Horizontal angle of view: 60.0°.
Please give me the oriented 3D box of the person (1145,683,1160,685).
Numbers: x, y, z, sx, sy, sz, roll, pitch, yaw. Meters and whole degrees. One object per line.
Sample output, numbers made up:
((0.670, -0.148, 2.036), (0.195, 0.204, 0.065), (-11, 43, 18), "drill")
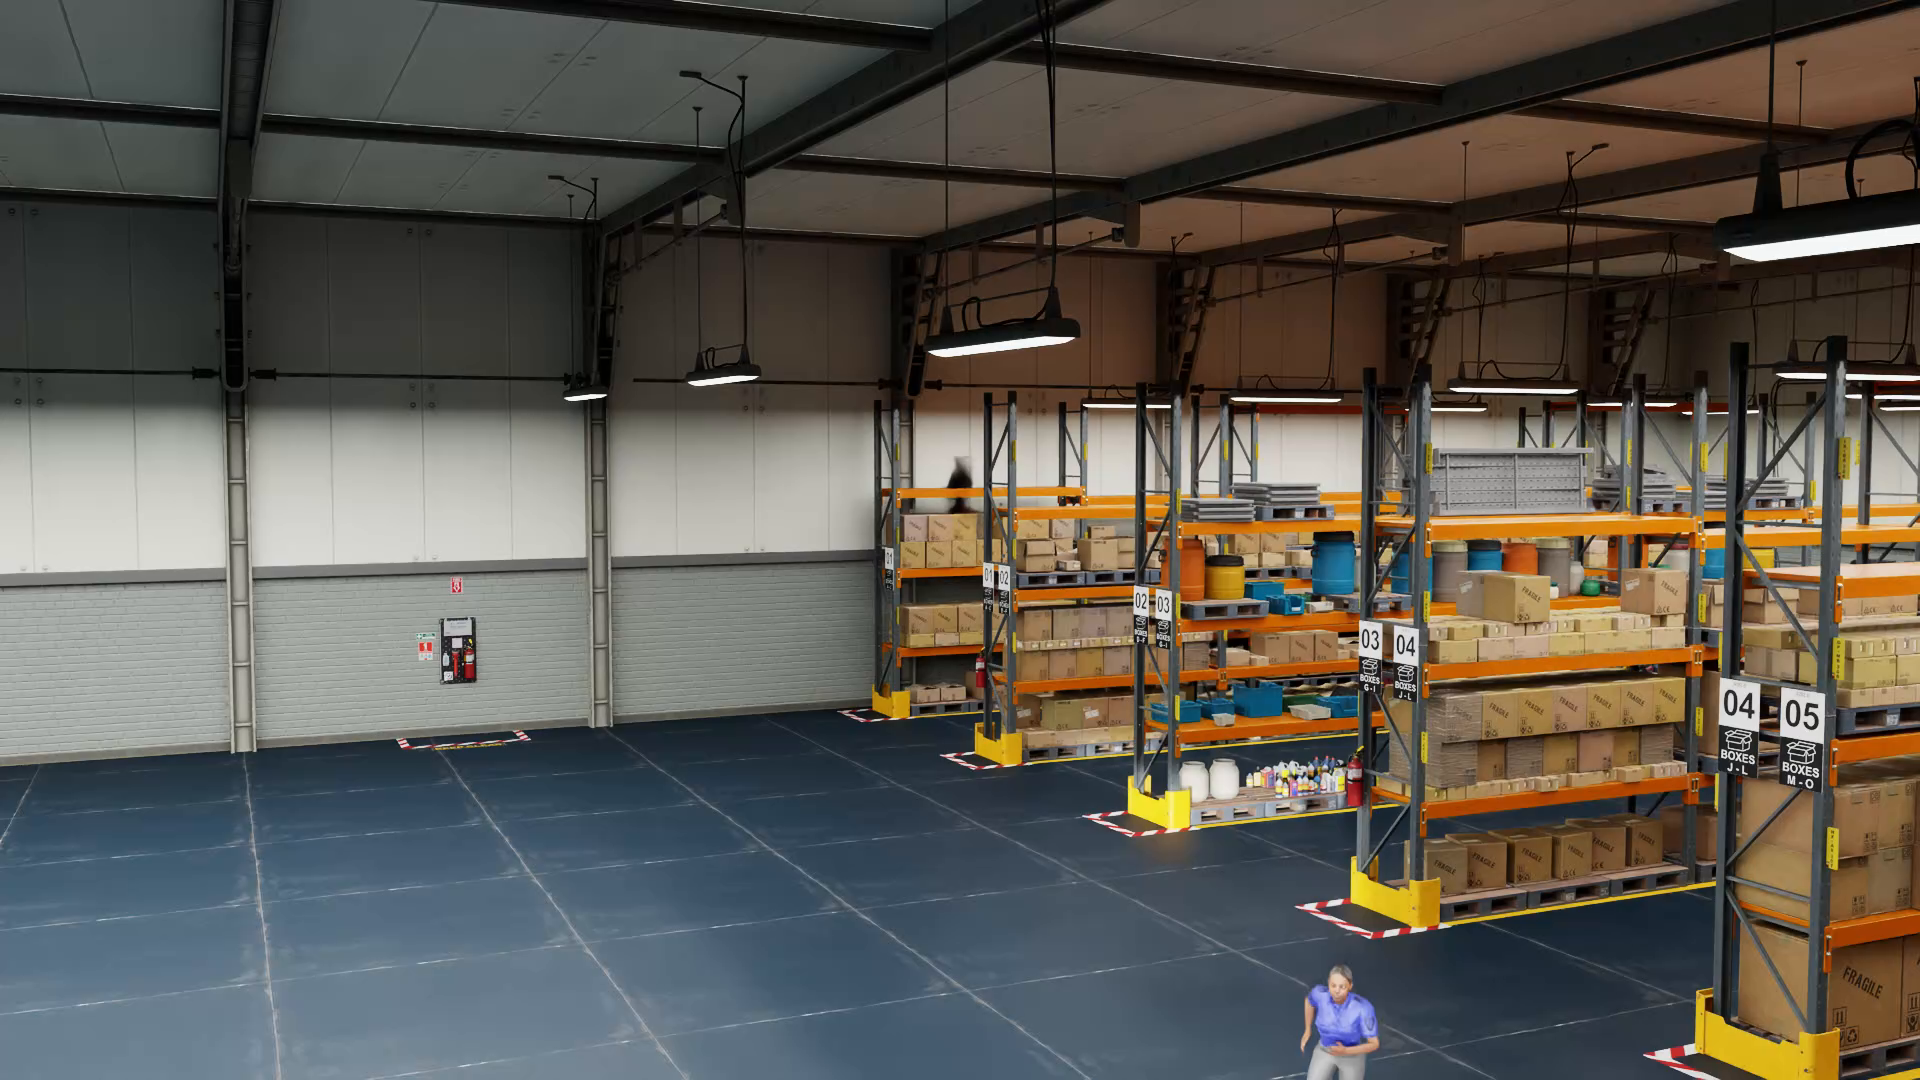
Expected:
((3.535, 2.514, 30.379), (0.649, 1.754, 0.642), (-2, 4, -28), "person")

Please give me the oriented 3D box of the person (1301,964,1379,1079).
((2.706, 3.728, 11.852), (0.582, 1.498, 0.888), (1, 4, 20), "person")
